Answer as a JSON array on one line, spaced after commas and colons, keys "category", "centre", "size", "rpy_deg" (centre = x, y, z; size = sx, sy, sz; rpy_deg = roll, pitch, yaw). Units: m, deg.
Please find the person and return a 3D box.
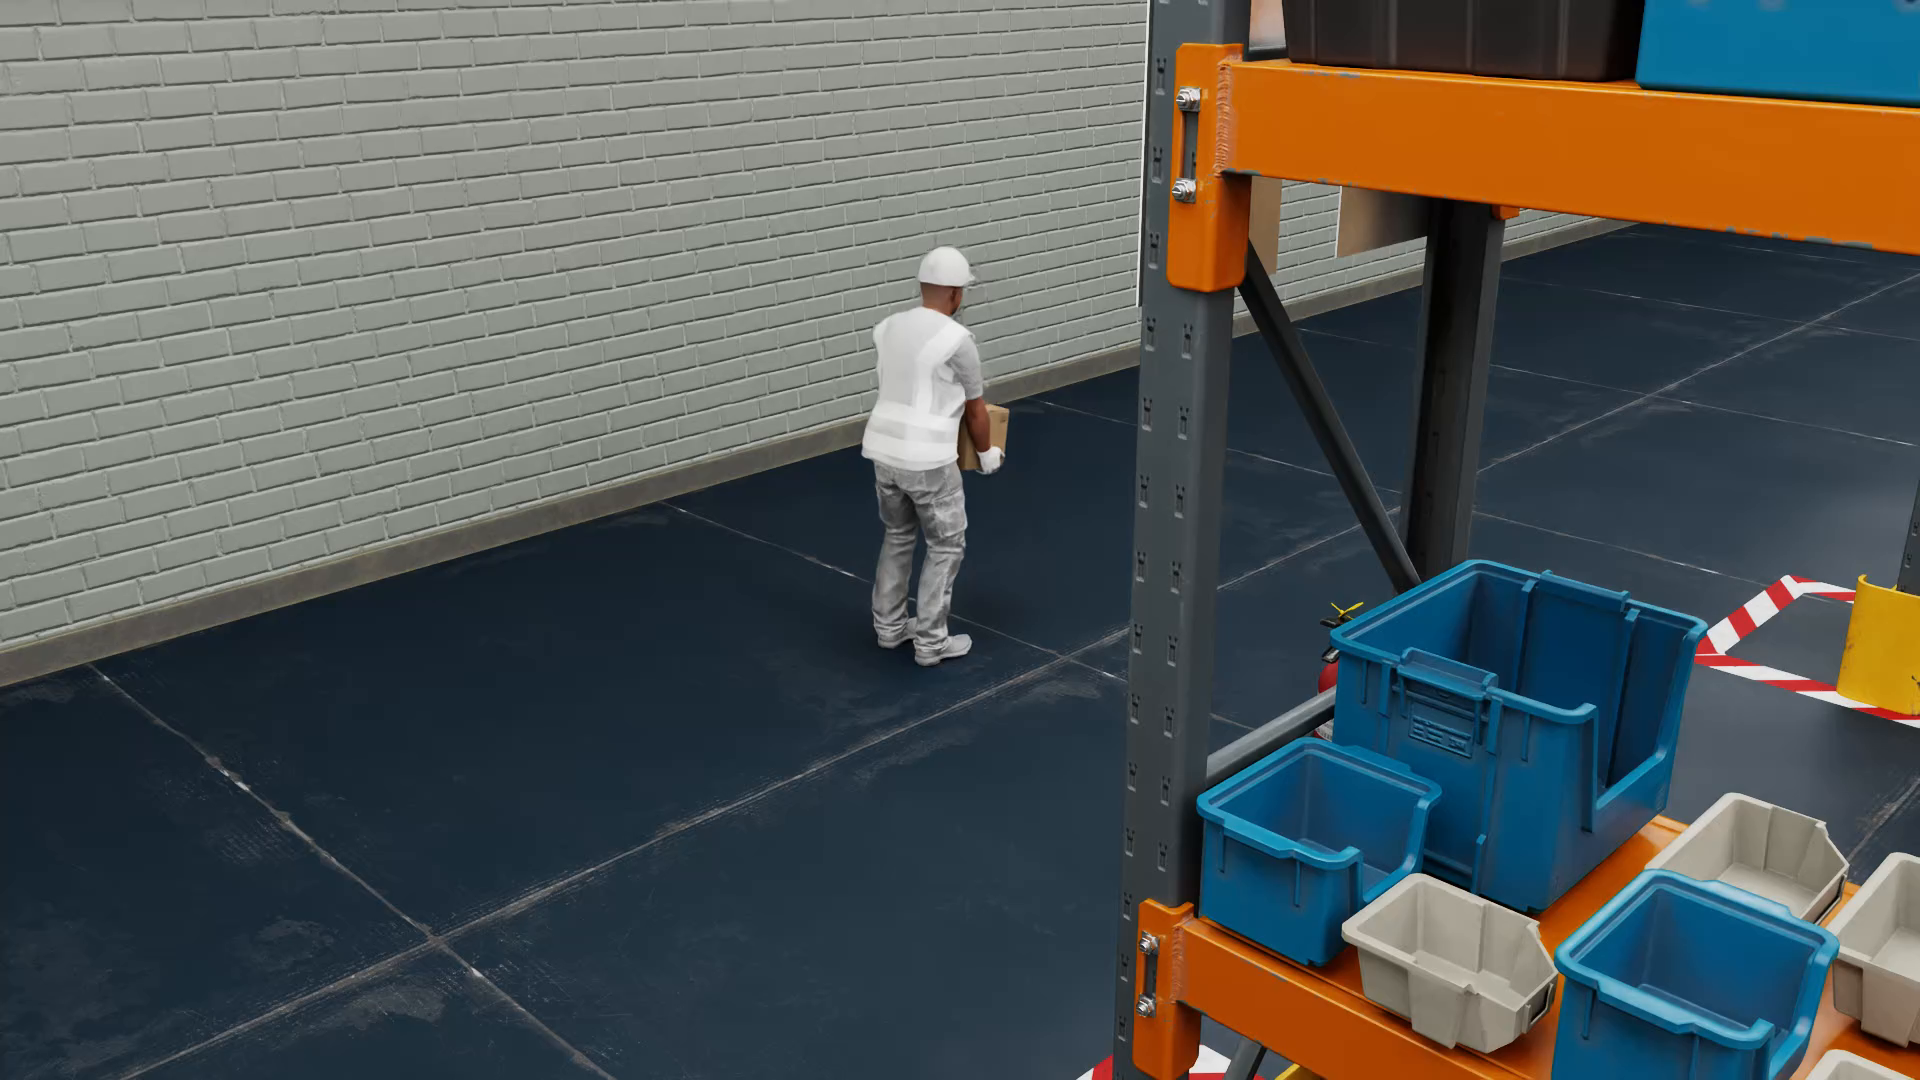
[{"category": "person", "centre": [-0.125, -0.367, 7.090], "size": [0.488, 1.744, 0.610], "rpy_deg": [18, 27, 40]}]
